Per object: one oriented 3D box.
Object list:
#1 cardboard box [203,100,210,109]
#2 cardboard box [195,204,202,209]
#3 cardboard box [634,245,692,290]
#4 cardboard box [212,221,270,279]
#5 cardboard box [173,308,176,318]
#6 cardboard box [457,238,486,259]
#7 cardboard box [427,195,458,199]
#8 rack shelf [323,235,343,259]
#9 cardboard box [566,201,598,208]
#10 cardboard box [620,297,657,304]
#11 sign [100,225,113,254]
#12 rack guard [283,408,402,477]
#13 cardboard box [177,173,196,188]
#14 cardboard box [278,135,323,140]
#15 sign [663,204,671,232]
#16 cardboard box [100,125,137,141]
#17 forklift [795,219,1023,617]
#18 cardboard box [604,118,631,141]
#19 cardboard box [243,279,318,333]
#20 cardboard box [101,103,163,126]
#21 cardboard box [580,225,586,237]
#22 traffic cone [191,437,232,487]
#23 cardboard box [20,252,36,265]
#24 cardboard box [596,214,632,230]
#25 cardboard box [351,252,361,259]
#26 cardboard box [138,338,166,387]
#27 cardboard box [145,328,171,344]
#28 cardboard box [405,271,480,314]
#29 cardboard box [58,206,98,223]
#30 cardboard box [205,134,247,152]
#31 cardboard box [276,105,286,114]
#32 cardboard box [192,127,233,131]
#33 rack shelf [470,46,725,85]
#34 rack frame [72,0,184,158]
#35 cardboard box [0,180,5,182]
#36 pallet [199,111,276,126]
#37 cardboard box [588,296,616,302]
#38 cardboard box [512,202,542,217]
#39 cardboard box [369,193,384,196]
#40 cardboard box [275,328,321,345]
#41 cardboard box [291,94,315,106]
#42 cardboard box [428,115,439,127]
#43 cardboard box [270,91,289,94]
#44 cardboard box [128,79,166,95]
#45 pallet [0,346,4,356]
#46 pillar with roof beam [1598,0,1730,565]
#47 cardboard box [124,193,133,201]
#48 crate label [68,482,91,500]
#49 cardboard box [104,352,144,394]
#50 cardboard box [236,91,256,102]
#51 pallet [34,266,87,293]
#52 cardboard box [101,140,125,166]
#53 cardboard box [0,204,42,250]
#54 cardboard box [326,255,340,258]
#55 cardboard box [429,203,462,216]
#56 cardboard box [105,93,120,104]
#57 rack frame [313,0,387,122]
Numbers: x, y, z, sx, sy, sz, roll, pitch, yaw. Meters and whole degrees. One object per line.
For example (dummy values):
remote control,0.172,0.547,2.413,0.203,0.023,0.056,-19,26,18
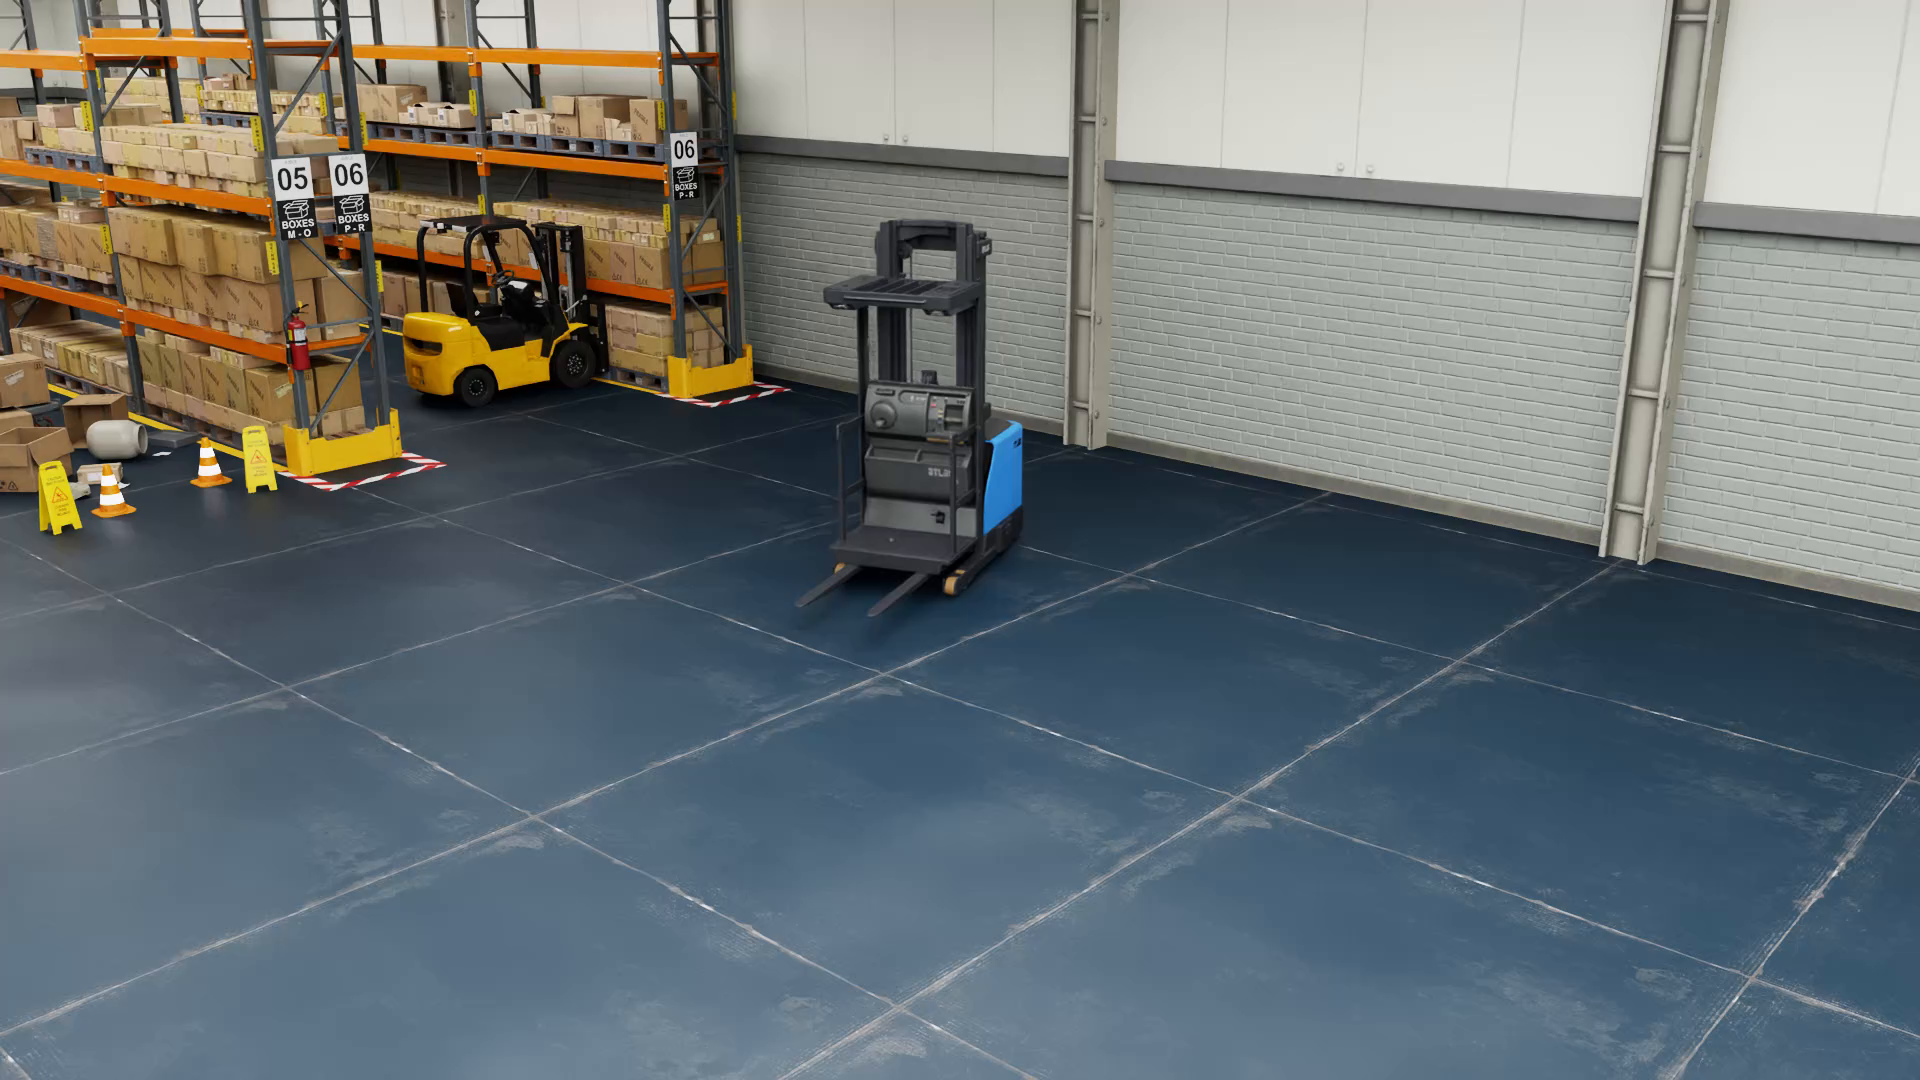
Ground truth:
cardboard box,-12.188,-7.168,27.337,0.250,0.149,0.380,15,23,40
cardboard box,-12.973,-5.742,28.661,0.250,0.149,0.380,16,23,41
cardboard box,-3.715,-3.438,20.821,0.500,0.500,0.500,14,23,38
cardboard box,-7.365,-3.050,17.453,0.500,0.500,0.700,15,23,40
cardboard box,-8.609,-2.586,18.715,0.250,0.149,0.380,15,23,39
cardboard box,-6.715,-4.125,23.398,0.500,0.250,0.500,16,23,40
cardboard box,-7.739,-5.067,24.881,0.250,0.149,0.380,15,23,38
rack shelf,-10.652,-5.016,27.148,4.000,0.370,1.077,15,23,39
cardboard box,-5.129,-4.511,22.638,0.250,0.149,0.380,14,23,38
cardboard box,-4.149,-3.059,21.990,0.500,0.250,0.500,15,23,39
sign,-9.822,-3.456,19.129,0.005,0.325,0.100,15,23,39
rack guard,-6.521,-1.051,17.598,0.348,0.500,1.175,15,23,39
cardboard box,-8.095,-3.844,17.722,0.250,0.149,0.380,15,23,39
cardboard box,-6.794,-4.082,17.154,0.250,0.149,0.380,15,23,39
sign,-3.543,-3.896,20.123,0.005,0.325,0.100,15,23,39
cardboard box,-9.437,-4.583,18.734,0.250,0.149,0.380,15,23,38
forklift,-0.424,-1.075,13.652,1.130,2.935,3.031,7,19,20
cardboard box,-4.183,-5.113,20.668,0.258,0.266,0.396,15,23,39
cardboard box,-7.053,-2.463,17.258,0.500,0.500,0.500,15,23,38
cardboard box,-10.006,-5.133,20.095,0.500,0.250,0.500,14,23,38
cardboard box,-4.720,-4.037,21.635,0.250,0.149,0.380,15,23,39
traffic cone,-7.642,-0.813,16.908,0.334,0.463,0.336,15,23,39
cardboard box,-11.773,-3.617,21.271,0.250,0.149,0.380,15,23,40
cardboard box,-4.404,-4.057,21.207,0.250,0.149,0.380,16,23,41
cardboard box,-9.759,-4.542,26.830,0.250,0.149,0.380,15,23,40
cardboard box,-9.194,-2.098,19.375,0.500,0.500,0.500,16,24,42
cardboard box,-9.140,-2.369,19.155,0.250,0.149,0.380,15,23,40
cardboard box,-7.701,-3.633,24.831,0.625,0.625,0.875,14,22,37
cardboard box,-10.696,-3.956,20.195,0.250,0.149,0.380,14,22,37
cardboard box,-7.617,-4.139,17.335,0.250,0.149,0.380,15,23,39
cardboard box,-10.526,-6.787,26.168,0.250,0.149,0.380,16,24,41
cardboard box,-8.285,-4.501,18.473,0.250,0.149,0.380,14,23,38
rack shelf,-4.668,-6.079,21.240,4.000,0.370,1.077,15,23,39
rack frame,-9.456,-5.890,18.795,0.127,3.000,1.000,15,23,39
cardboard box,-13.784,-4.819,23.520,0.500,0.500,0.500,16,23,40
pallet,-11.706,-6.954,27.416,1.003,0.211,1.213,15,23,39
cardboard box,-4.868,-3.043,21.939,0.500,0.250,0.500,14,23,38
cardboard box,-5.855,-4.494,22.583,0.250,0.149,0.380,15,23,40
cardboard box,-8.912,-5.130,25.081,0.250,0.149,0.380,16,23,40
cardboard box,-6.886,-2.134,17.293,0.250,0.149,0.380,16,24,41
cardboard box,-10.131,-6.829,25.809,0.250,0.149,0.380,15,23,38
cardboard box,-7.188,-5.864,23.228,0.250,0.149,0.380,15,23,39
cardboard box,-10.913,-7.155,26.804,0.250,0.149,0.380,15,23,40
cardboard box,-14.221,-7.952,29.180,0.500,0.250,0.500,15,23,38
pallet,-12.987,-2.680,23.207,1.213,0.211,1.003,15,23,39
pillar with roof beam,3.023,-3.171,10.227,0.400,9.000,9.100,15,23,39
cardboard box,-15.076,-6.316,30.469,0.250,0.149,0.380,15,23,39
crate label,-8.754,-0.482,16.404,0.298,0.136,0.250,4,18,11
cardboard box,-9.850,-2.083,20.366,0.625,0.372,0.950,15,23,40
cardboard box,-11.367,-7.119,26.691,0.250,0.149,0.380,15,23,40
pallet,-10.940,-3.354,21.039,1.213,0.211,1.003,15,23,39
cardboard box,-9.309,-4.380,18.752,0.500,0.250,0.500,14,23,38
cardboard box,-12.265,-4.081,21.659,0.500,0.500,0.500,14,22,38
cardboard box,-10.086,-4.428,26.471,0.250,0.149,0.380,14,22,37
cardboard box,-7.359,-4.728,23.813,0.250,0.149,0.380,14,23,38
cardboard box,-14.989,-7.913,29.883,0.500,0.250,0.500,15,23,39
rack frame,-9.156,-7.817,24.866,0.127,3.000,1.000,15,23,39
